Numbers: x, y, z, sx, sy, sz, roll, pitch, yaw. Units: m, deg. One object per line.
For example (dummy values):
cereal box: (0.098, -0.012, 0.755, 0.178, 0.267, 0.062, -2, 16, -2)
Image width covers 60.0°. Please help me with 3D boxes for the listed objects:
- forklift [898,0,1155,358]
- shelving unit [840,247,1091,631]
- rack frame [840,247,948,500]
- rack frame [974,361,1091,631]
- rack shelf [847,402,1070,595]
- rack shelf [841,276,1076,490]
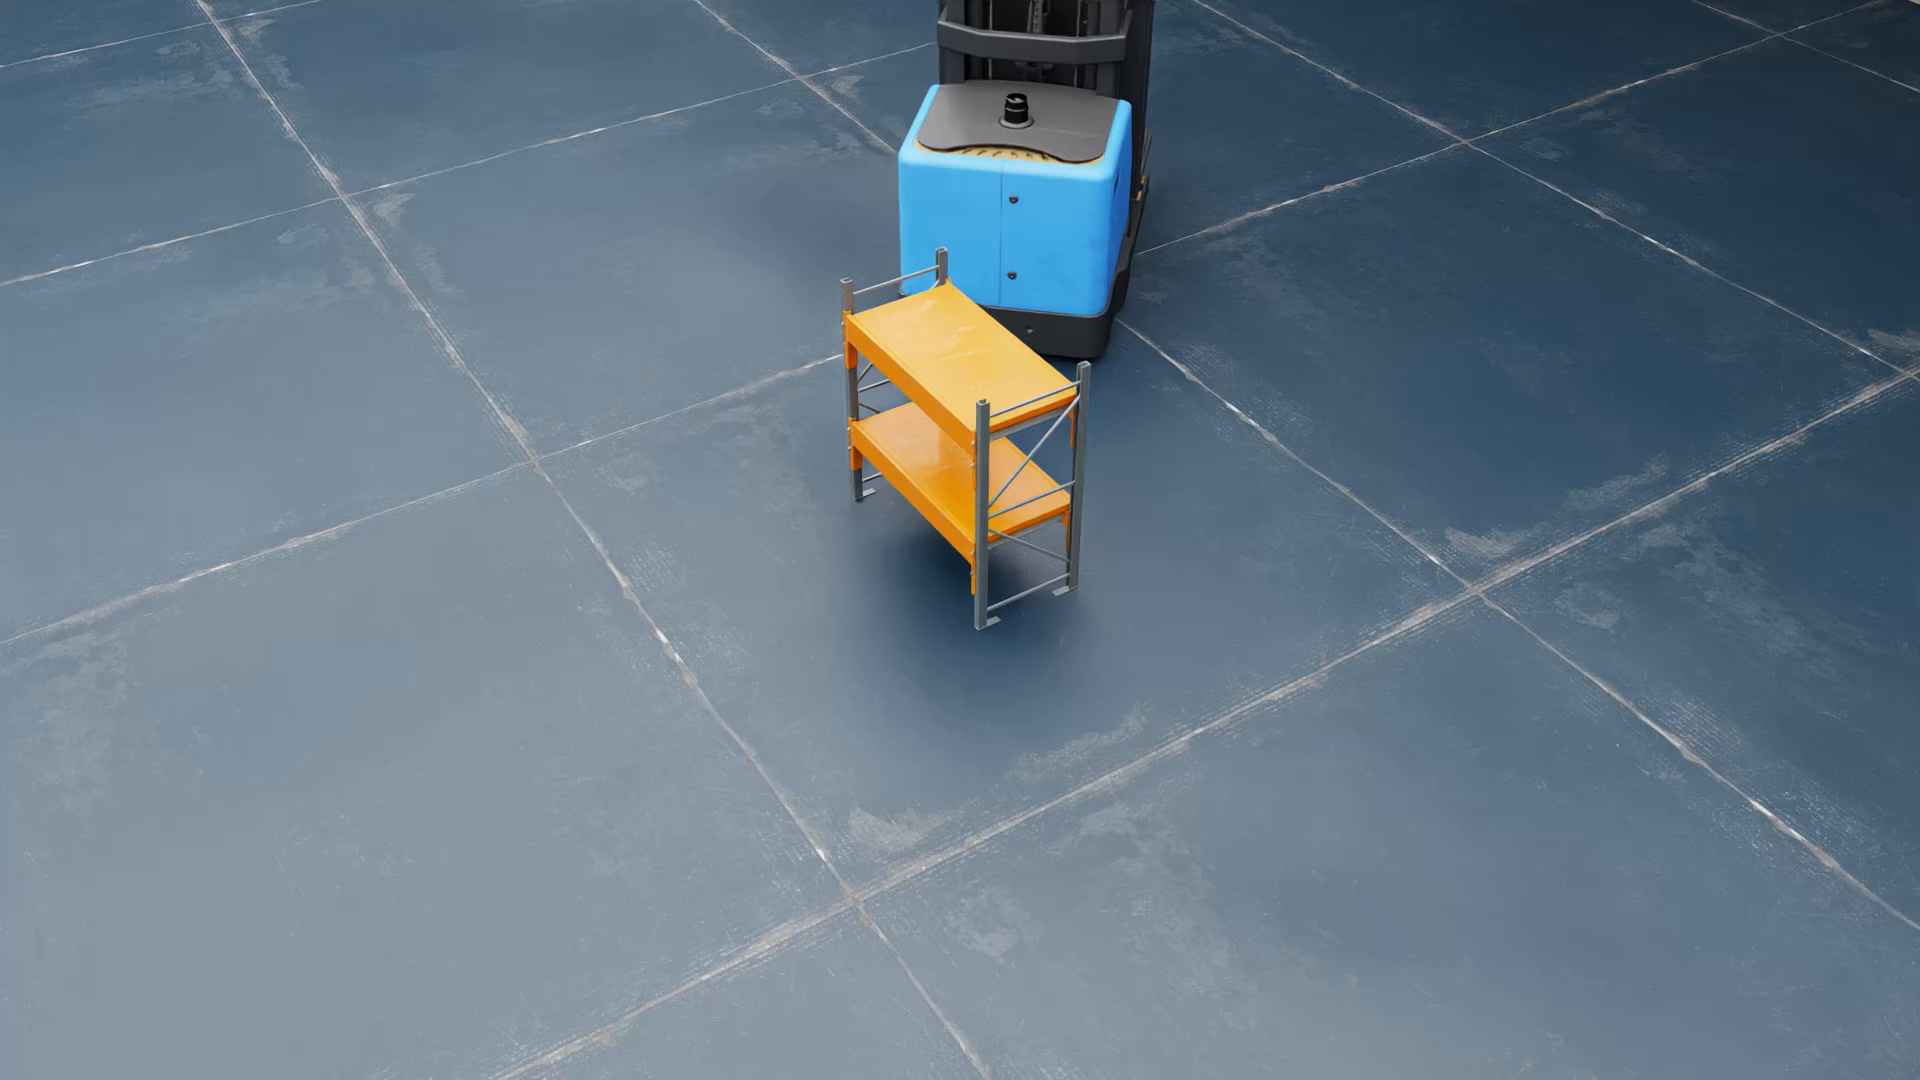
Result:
forklift: (0.480, -2.971, 8.526, 1.130, 2.935, 3.031, 7, 40, 8)
shelving unit: (0.004, -0.428, 6.886, 0.538, 1.125, 1.048, -22, 45, -24)
rack frame: (-0.270, -0.703, 7.215, 0.500, 1.125, 0.032, -22, 45, -24)
rack frame: (0.277, -0.154, 6.556, 0.500, 1.125, 0.032, -22, 45, -24)
rack shelf: (0.004, -0.241, 7.042, 0.538, 0.278, 1.000, -22, 45, -24)
rack shelf: (0.004, -0.653, 6.698, 0.538, 0.278, 1.000, -22, 45, -24)
